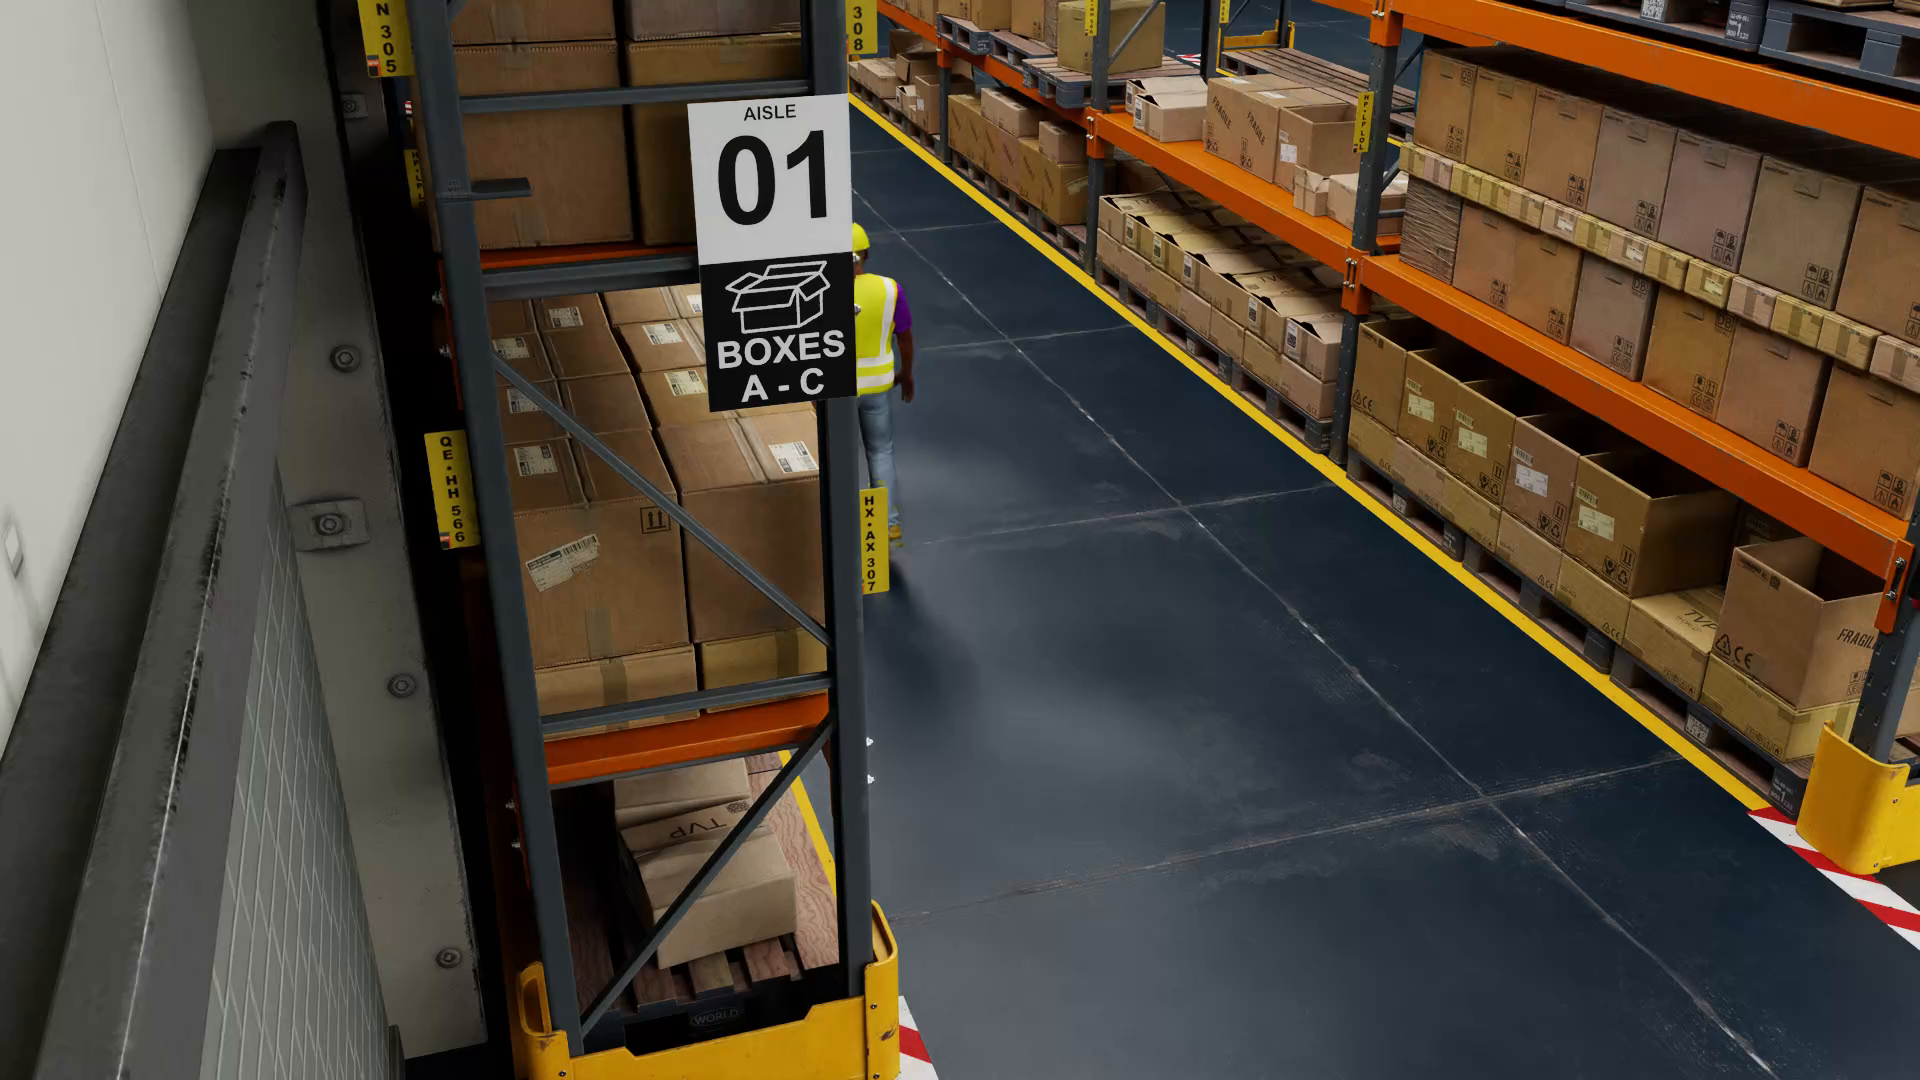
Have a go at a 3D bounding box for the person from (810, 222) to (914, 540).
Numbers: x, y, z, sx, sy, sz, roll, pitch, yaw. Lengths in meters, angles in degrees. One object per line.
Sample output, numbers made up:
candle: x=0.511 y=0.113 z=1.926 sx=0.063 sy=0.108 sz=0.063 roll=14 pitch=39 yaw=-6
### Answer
person: x=-0.522 y=-0.827 z=8.778 sx=0.626 sy=1.730 sz=1.007 roll=-7 pitch=27 yaw=-14
